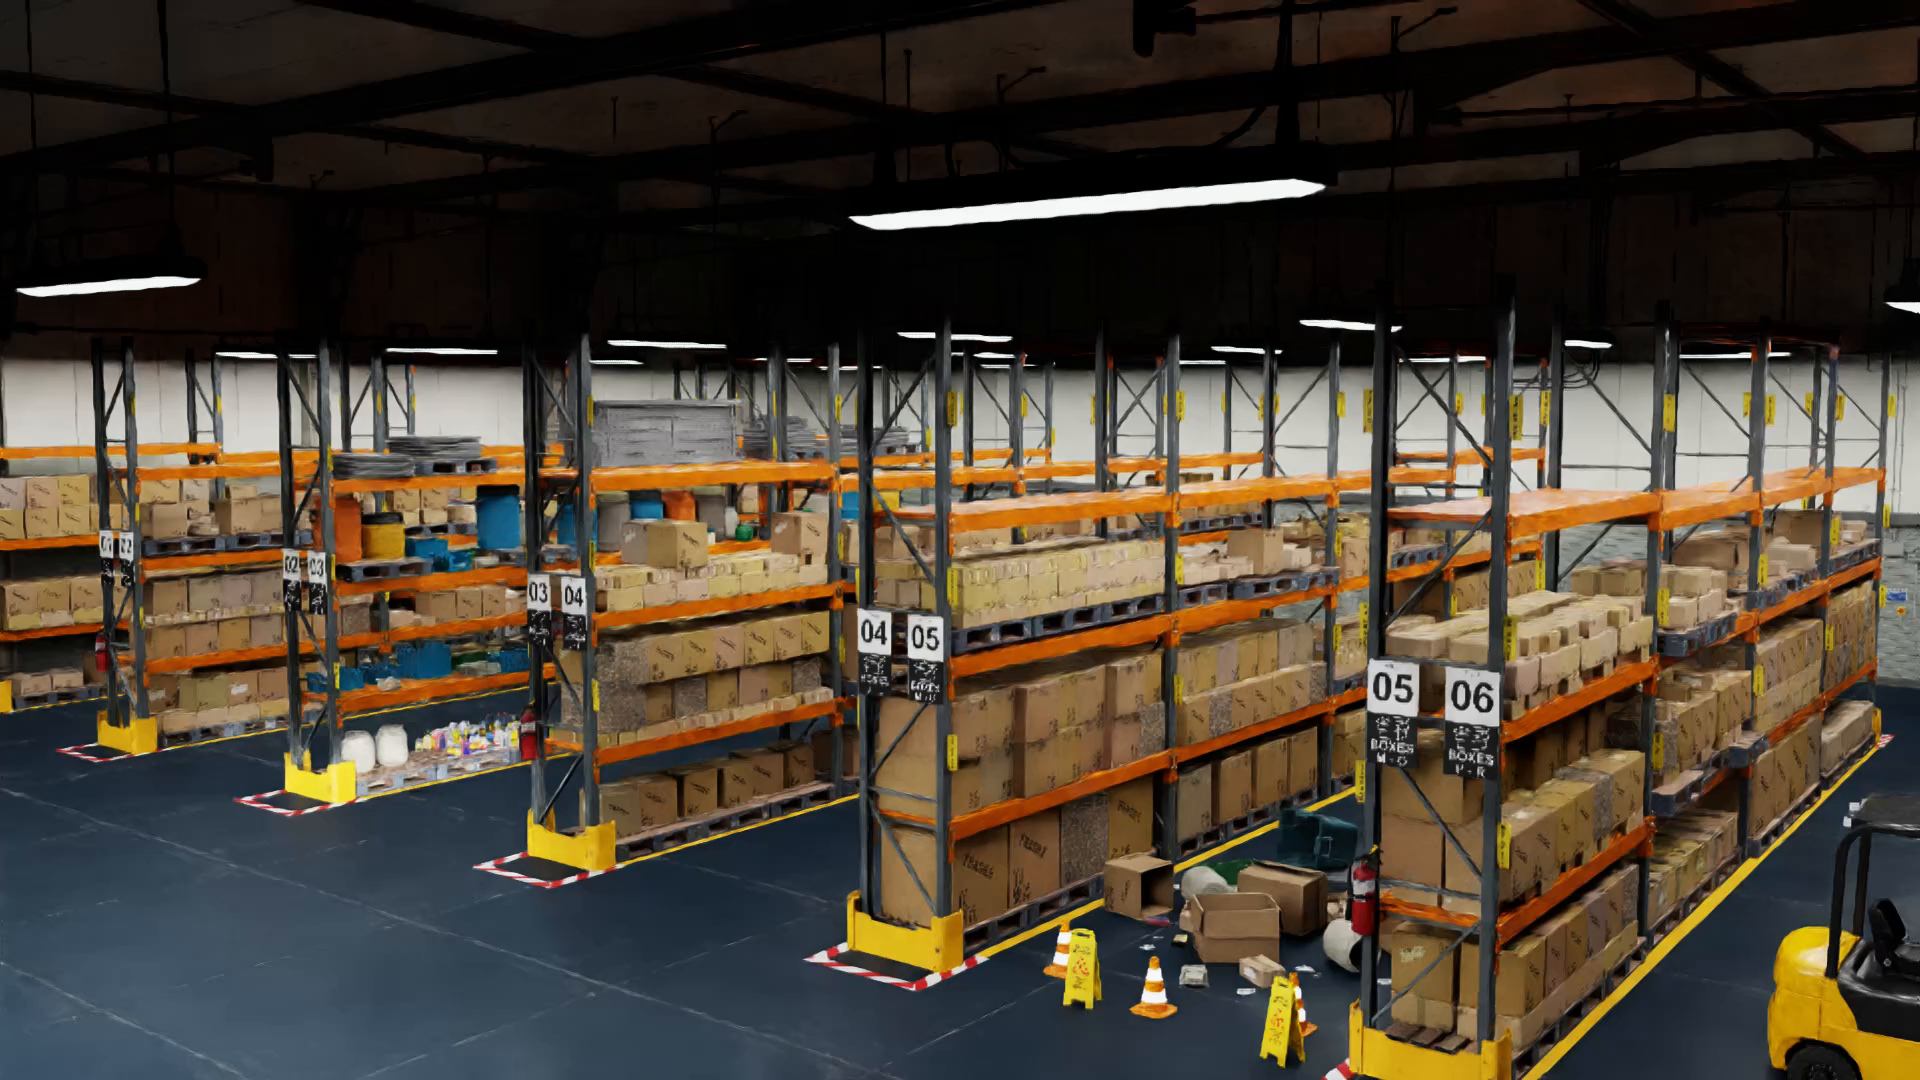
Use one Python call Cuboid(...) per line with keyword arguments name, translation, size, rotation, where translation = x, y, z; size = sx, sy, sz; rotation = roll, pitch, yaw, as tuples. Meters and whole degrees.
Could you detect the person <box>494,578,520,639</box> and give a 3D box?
Cuboid(name="person", translation=(-8.593, 1.554, 31.625), size=(0.729, 1.733, 0.538), rotation=(4, 6, 37))
